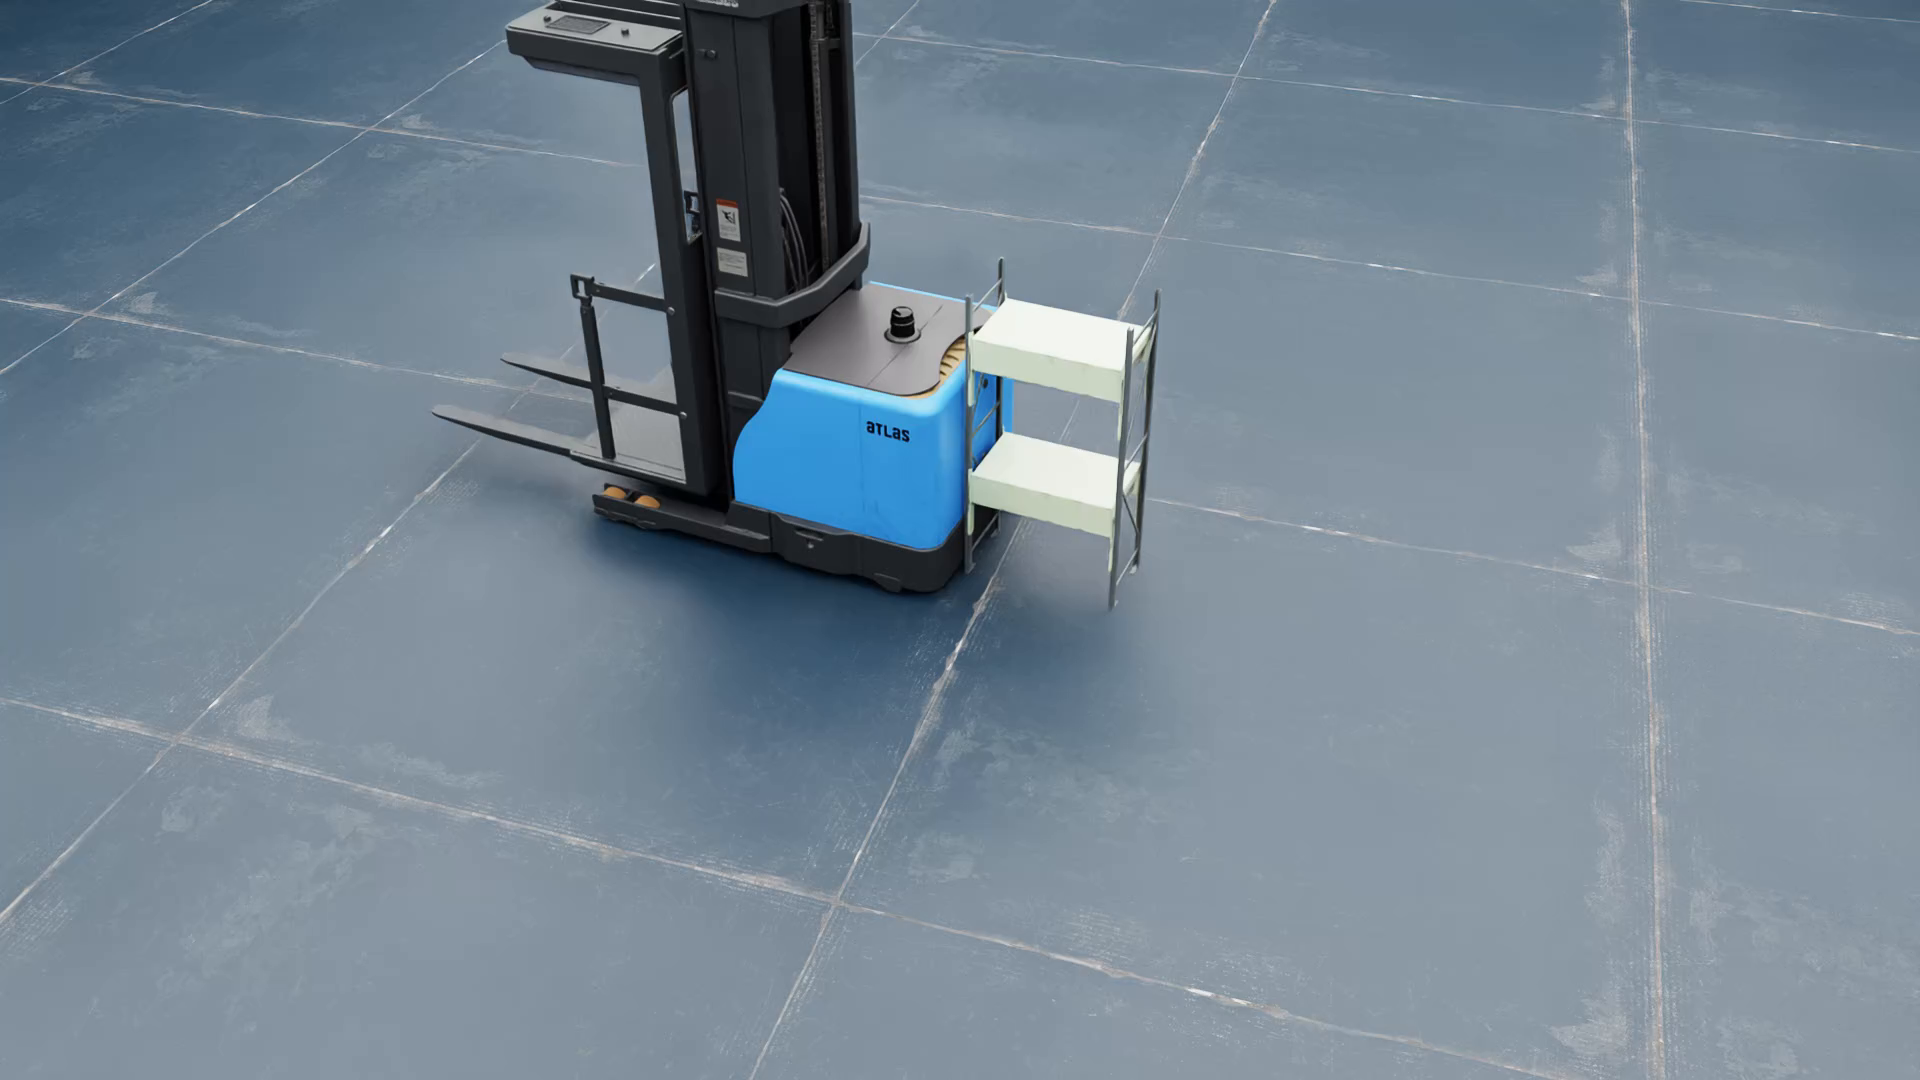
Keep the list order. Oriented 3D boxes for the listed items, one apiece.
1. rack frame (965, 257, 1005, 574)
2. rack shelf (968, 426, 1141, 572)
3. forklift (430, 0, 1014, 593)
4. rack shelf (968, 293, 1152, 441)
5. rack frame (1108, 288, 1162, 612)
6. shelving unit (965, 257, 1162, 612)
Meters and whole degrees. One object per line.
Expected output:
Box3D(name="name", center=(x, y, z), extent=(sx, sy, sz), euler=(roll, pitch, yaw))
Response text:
Box3D(name="rack frame", center=(0.113, -0.550, 7.732), extent=(0.023, 1.500, 0.400), euler=(15, 39, 19))
Box3D(name="rack shelf", center=(0.448, -0.200, 7.807), extent=(0.720, 0.370, 0.431), euler=(15, 39, 19))
Box3D(name="forklift", center=(-1.287, -1.503, 7.820), extent=(3.031, 2.935, 1.130), euler=(15, 39, 19))
Box3D(name="rack shelf", center=(0.448, -0.777, 7.382), extent=(0.720, 0.370, 0.431), euler=(15, 39, 19))
Box3D(name="rack frame", center=(0.783, -0.376, 7.495), extent=(0.023, 1.500, 0.400), euler=(15, 39, 19))
Box3D(name="shelving unit", center=(0.448, -0.463, 7.614), extent=(0.755, 1.500, 0.431), euler=(15, 39, 19))
